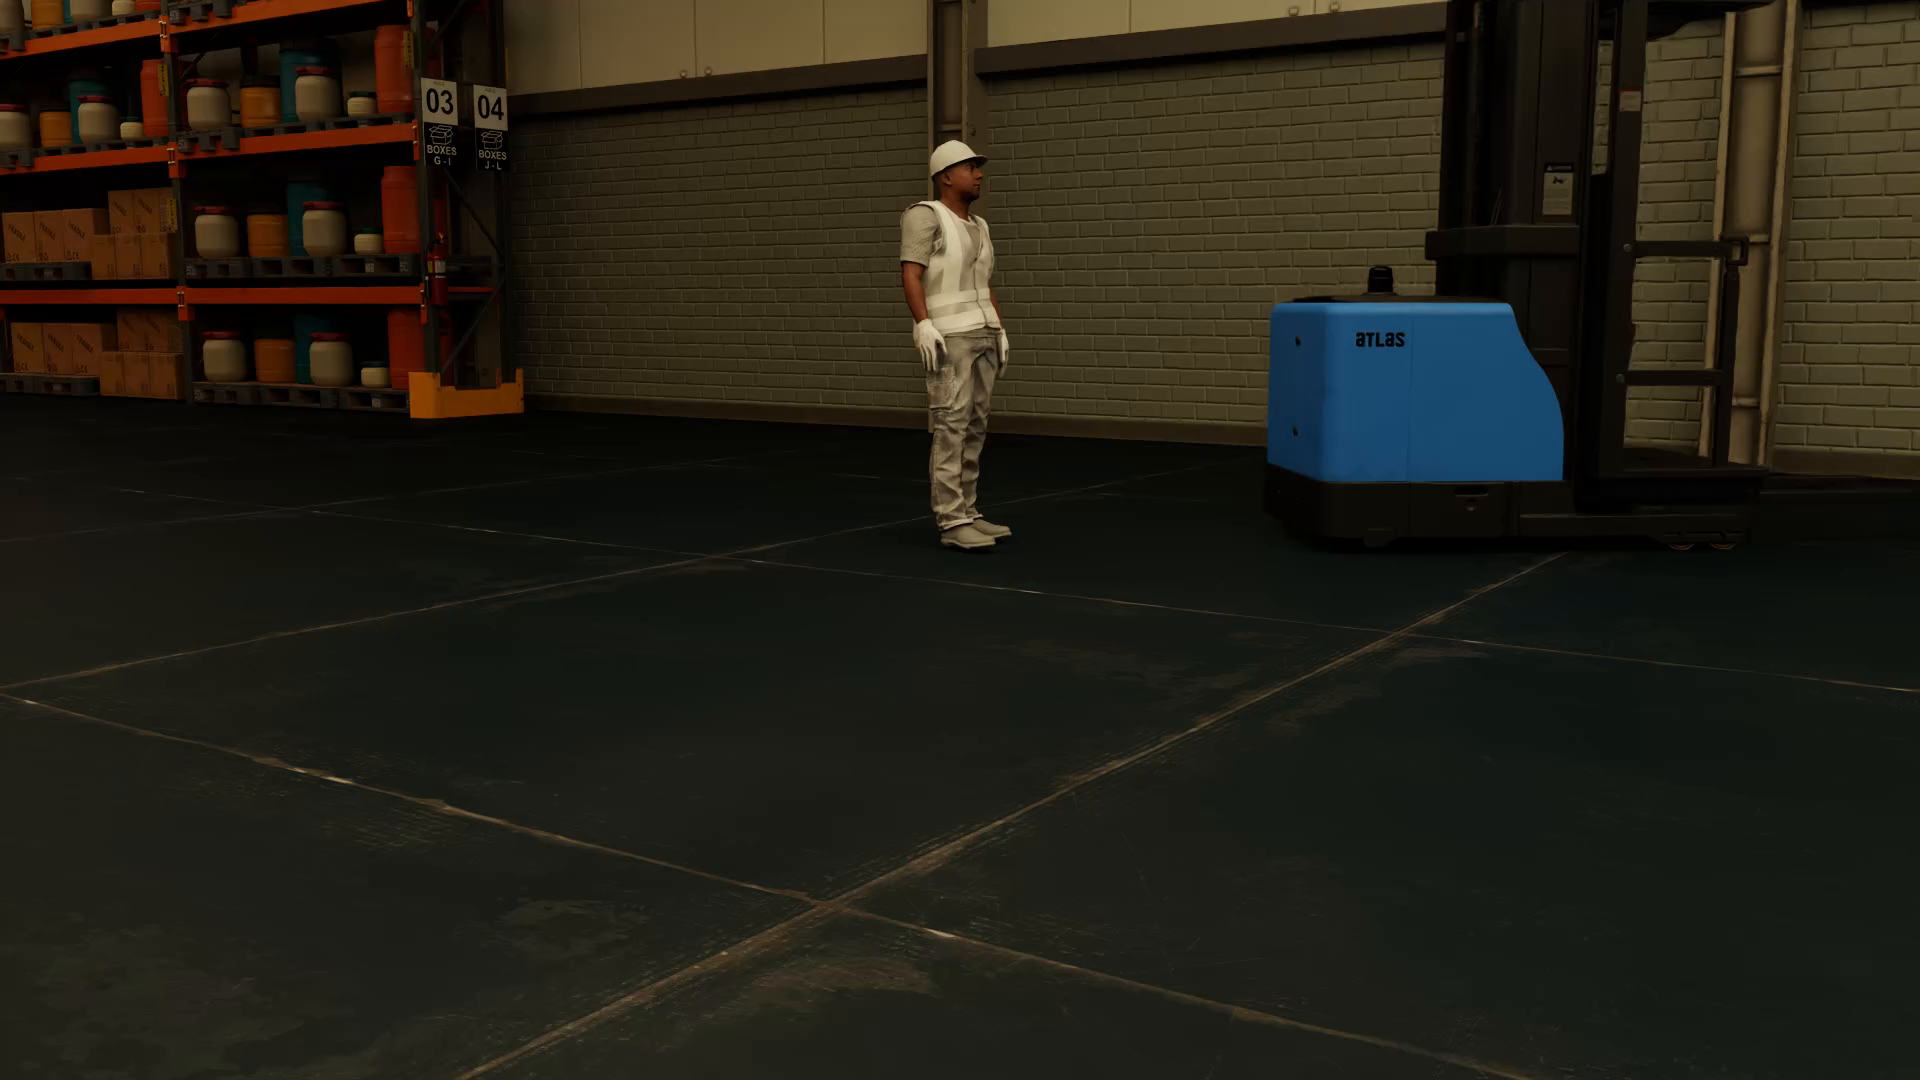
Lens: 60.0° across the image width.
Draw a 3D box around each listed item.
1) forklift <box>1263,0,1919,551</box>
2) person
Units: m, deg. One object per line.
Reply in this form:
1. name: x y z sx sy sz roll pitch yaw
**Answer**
1. forklift: 3.016 -1.477 7.581 3.031 2.935 1.130 -1 8 -5
2. person: 0.056 -0.883 7.431 0.575 1.784 0.656 5 10 34
